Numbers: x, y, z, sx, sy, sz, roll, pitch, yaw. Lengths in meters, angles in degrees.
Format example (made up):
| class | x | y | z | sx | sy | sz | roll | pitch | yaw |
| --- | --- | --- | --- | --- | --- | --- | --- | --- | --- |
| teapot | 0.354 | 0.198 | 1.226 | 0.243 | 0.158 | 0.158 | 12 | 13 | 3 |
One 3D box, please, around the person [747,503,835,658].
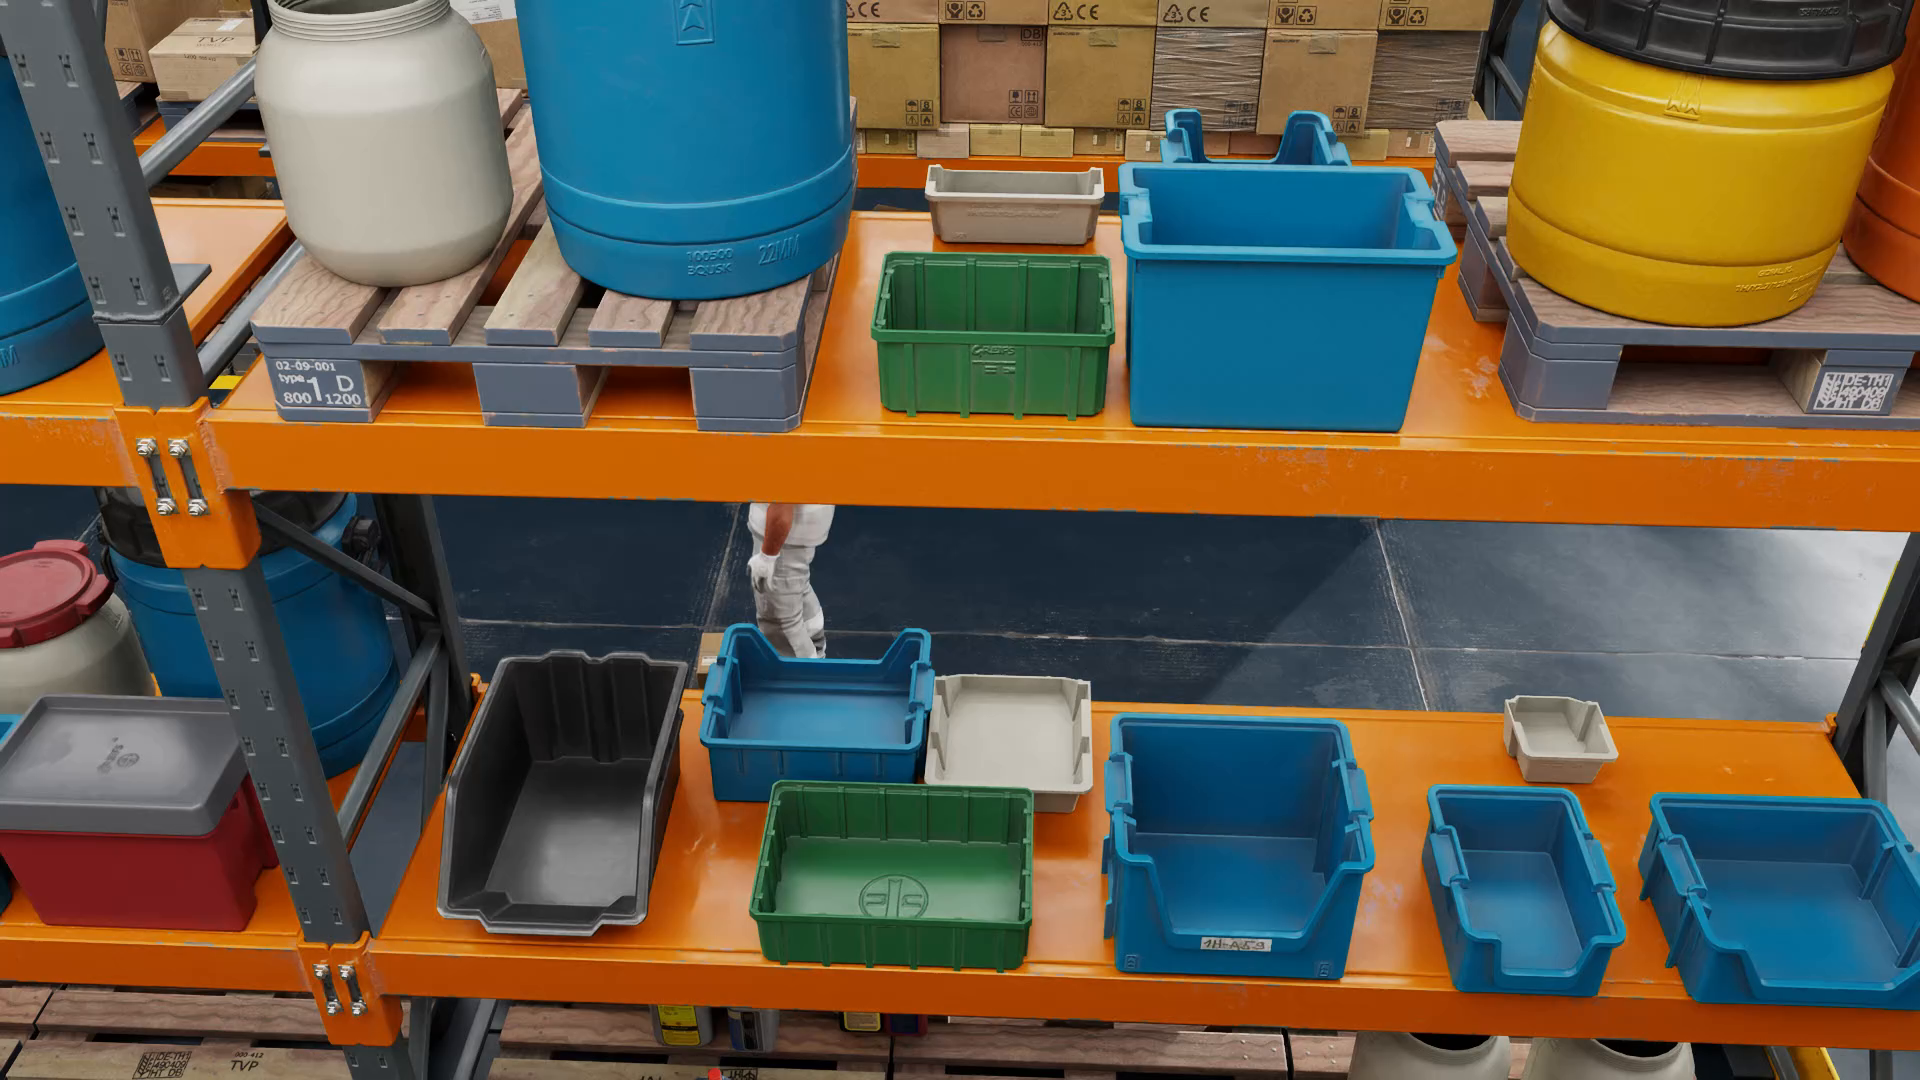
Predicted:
| class | x | y | z | sx | sy | sz | roll | pitch | yaw |
| --- | --- | --- | --- | --- | --- | --- | --- | --- | --- |
| person | -0.688 | -0.069 | 6.230 | 0.455 | 1.779 | 0.612 | 1 | 35 | 1 |
